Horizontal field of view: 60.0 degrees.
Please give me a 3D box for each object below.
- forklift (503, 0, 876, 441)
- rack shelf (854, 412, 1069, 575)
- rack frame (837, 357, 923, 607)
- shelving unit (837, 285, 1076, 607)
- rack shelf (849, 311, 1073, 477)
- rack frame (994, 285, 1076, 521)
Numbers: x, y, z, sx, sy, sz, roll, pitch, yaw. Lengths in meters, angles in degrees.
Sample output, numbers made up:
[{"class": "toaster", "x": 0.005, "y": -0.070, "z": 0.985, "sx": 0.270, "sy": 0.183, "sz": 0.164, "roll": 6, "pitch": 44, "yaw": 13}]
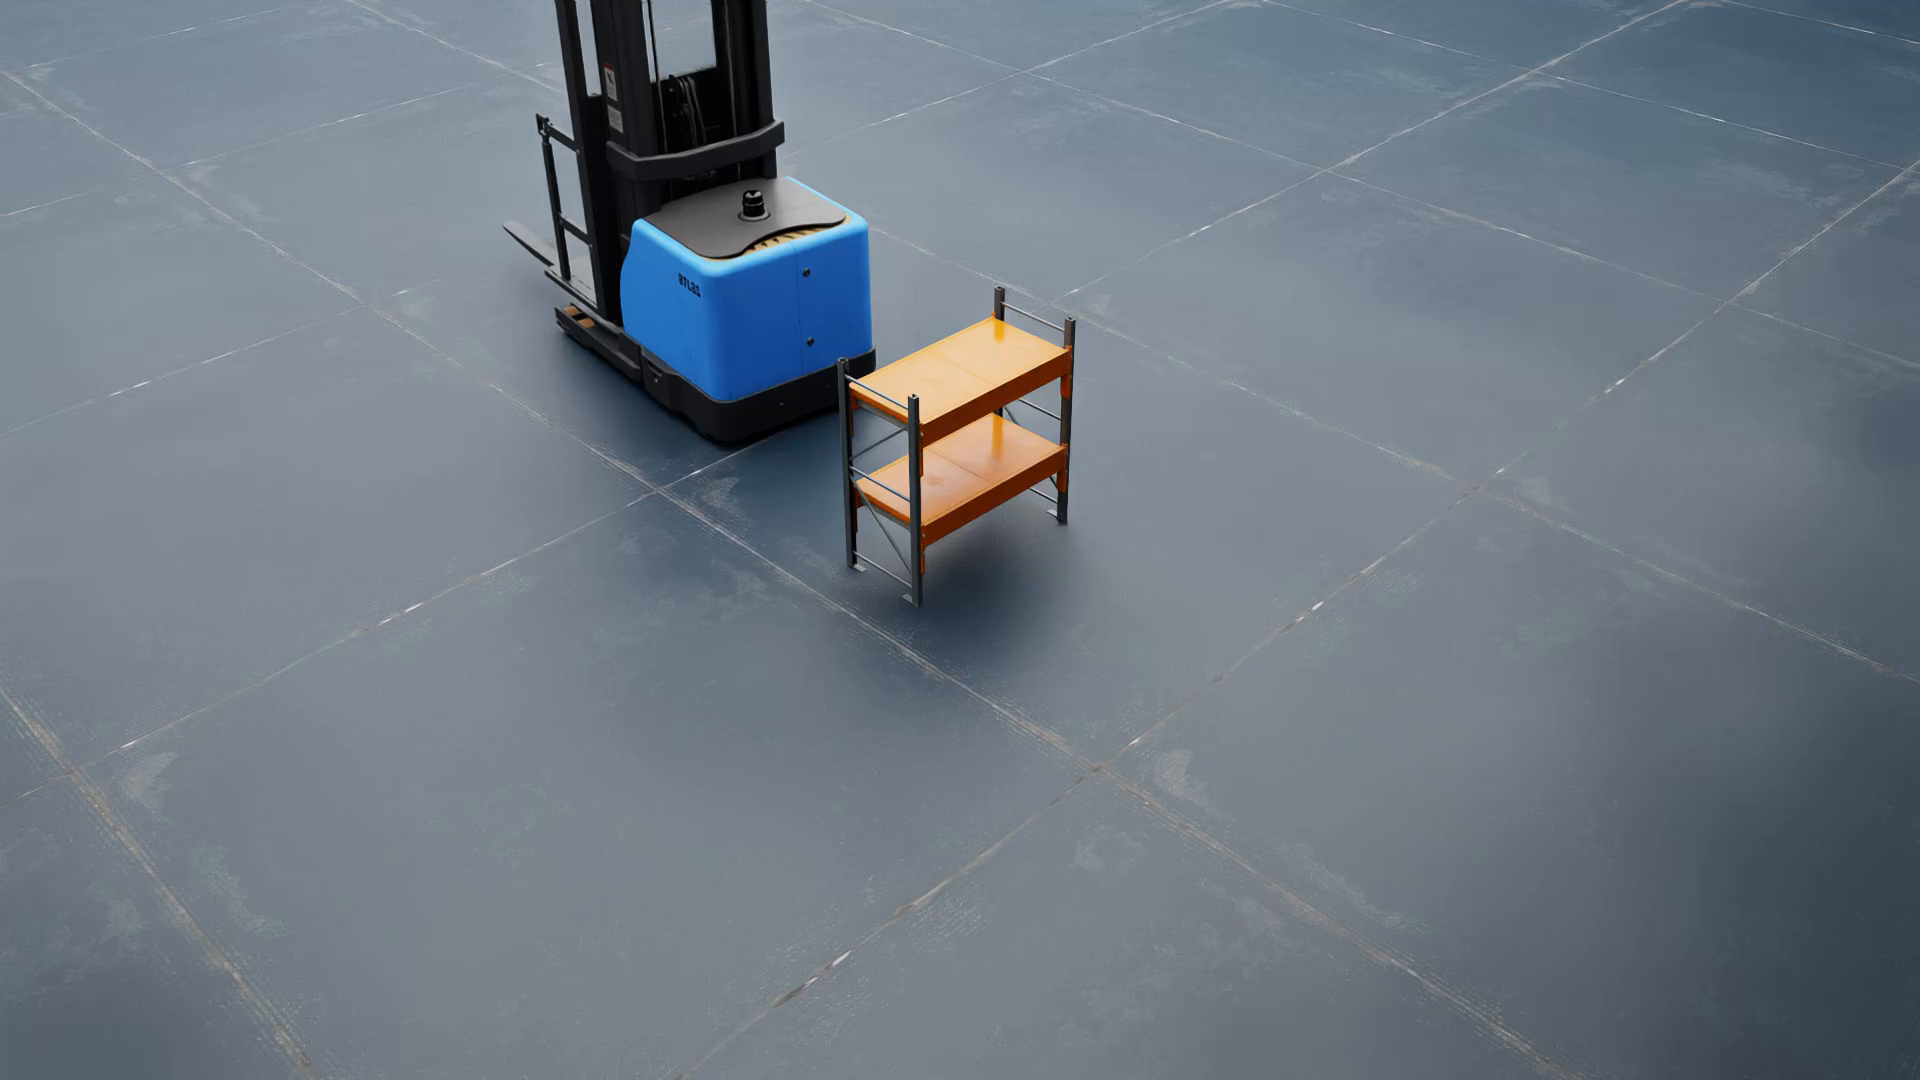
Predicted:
[{"class": "forklift", "x": -1.776, "y": -2.512, "z": 9.289, "sx": 1.130, "sy": 2.935, "sz": 3.031, "roll": -24, "pitch": 42, "yaw": -30}, {"class": "rack shelf", "x": -0.005, "y": -0.258, "z": 8.064, "sx": 0.538, "sy": 0.278, "sz": 1.000, "roll": 30, "pitch": 45, "yaw": 35}, {"class": "rack frame", "x": -0.363, "y": -0.252, "z": 7.628, "sx": 0.500, "sy": 1.125, "sz": 0.032, "roll": 30, "pitch": 45, "yaw": 35}, {"class": "shelving unit", "x": -0.005, "y": -0.459, "z": 7.924, "sx": 0.538, "sy": 1.125, "sz": 1.048, "roll": 30, "pitch": 45, "yaw": 35}, {"class": "rack shelf", "x": -0.005, "y": -0.699, "z": 7.757, "sx": 0.538, "sy": 0.278, "sz": 1.000, "roll": 30, "pitch": 45, "yaw": 35}, {"class": "rack frame", "x": 0.353, "y": -0.665, "z": 8.220, "sx": 0.500, "sy": 1.125, "sz": 0.032, "roll": 30, "pitch": 45, "yaw": 35}]
